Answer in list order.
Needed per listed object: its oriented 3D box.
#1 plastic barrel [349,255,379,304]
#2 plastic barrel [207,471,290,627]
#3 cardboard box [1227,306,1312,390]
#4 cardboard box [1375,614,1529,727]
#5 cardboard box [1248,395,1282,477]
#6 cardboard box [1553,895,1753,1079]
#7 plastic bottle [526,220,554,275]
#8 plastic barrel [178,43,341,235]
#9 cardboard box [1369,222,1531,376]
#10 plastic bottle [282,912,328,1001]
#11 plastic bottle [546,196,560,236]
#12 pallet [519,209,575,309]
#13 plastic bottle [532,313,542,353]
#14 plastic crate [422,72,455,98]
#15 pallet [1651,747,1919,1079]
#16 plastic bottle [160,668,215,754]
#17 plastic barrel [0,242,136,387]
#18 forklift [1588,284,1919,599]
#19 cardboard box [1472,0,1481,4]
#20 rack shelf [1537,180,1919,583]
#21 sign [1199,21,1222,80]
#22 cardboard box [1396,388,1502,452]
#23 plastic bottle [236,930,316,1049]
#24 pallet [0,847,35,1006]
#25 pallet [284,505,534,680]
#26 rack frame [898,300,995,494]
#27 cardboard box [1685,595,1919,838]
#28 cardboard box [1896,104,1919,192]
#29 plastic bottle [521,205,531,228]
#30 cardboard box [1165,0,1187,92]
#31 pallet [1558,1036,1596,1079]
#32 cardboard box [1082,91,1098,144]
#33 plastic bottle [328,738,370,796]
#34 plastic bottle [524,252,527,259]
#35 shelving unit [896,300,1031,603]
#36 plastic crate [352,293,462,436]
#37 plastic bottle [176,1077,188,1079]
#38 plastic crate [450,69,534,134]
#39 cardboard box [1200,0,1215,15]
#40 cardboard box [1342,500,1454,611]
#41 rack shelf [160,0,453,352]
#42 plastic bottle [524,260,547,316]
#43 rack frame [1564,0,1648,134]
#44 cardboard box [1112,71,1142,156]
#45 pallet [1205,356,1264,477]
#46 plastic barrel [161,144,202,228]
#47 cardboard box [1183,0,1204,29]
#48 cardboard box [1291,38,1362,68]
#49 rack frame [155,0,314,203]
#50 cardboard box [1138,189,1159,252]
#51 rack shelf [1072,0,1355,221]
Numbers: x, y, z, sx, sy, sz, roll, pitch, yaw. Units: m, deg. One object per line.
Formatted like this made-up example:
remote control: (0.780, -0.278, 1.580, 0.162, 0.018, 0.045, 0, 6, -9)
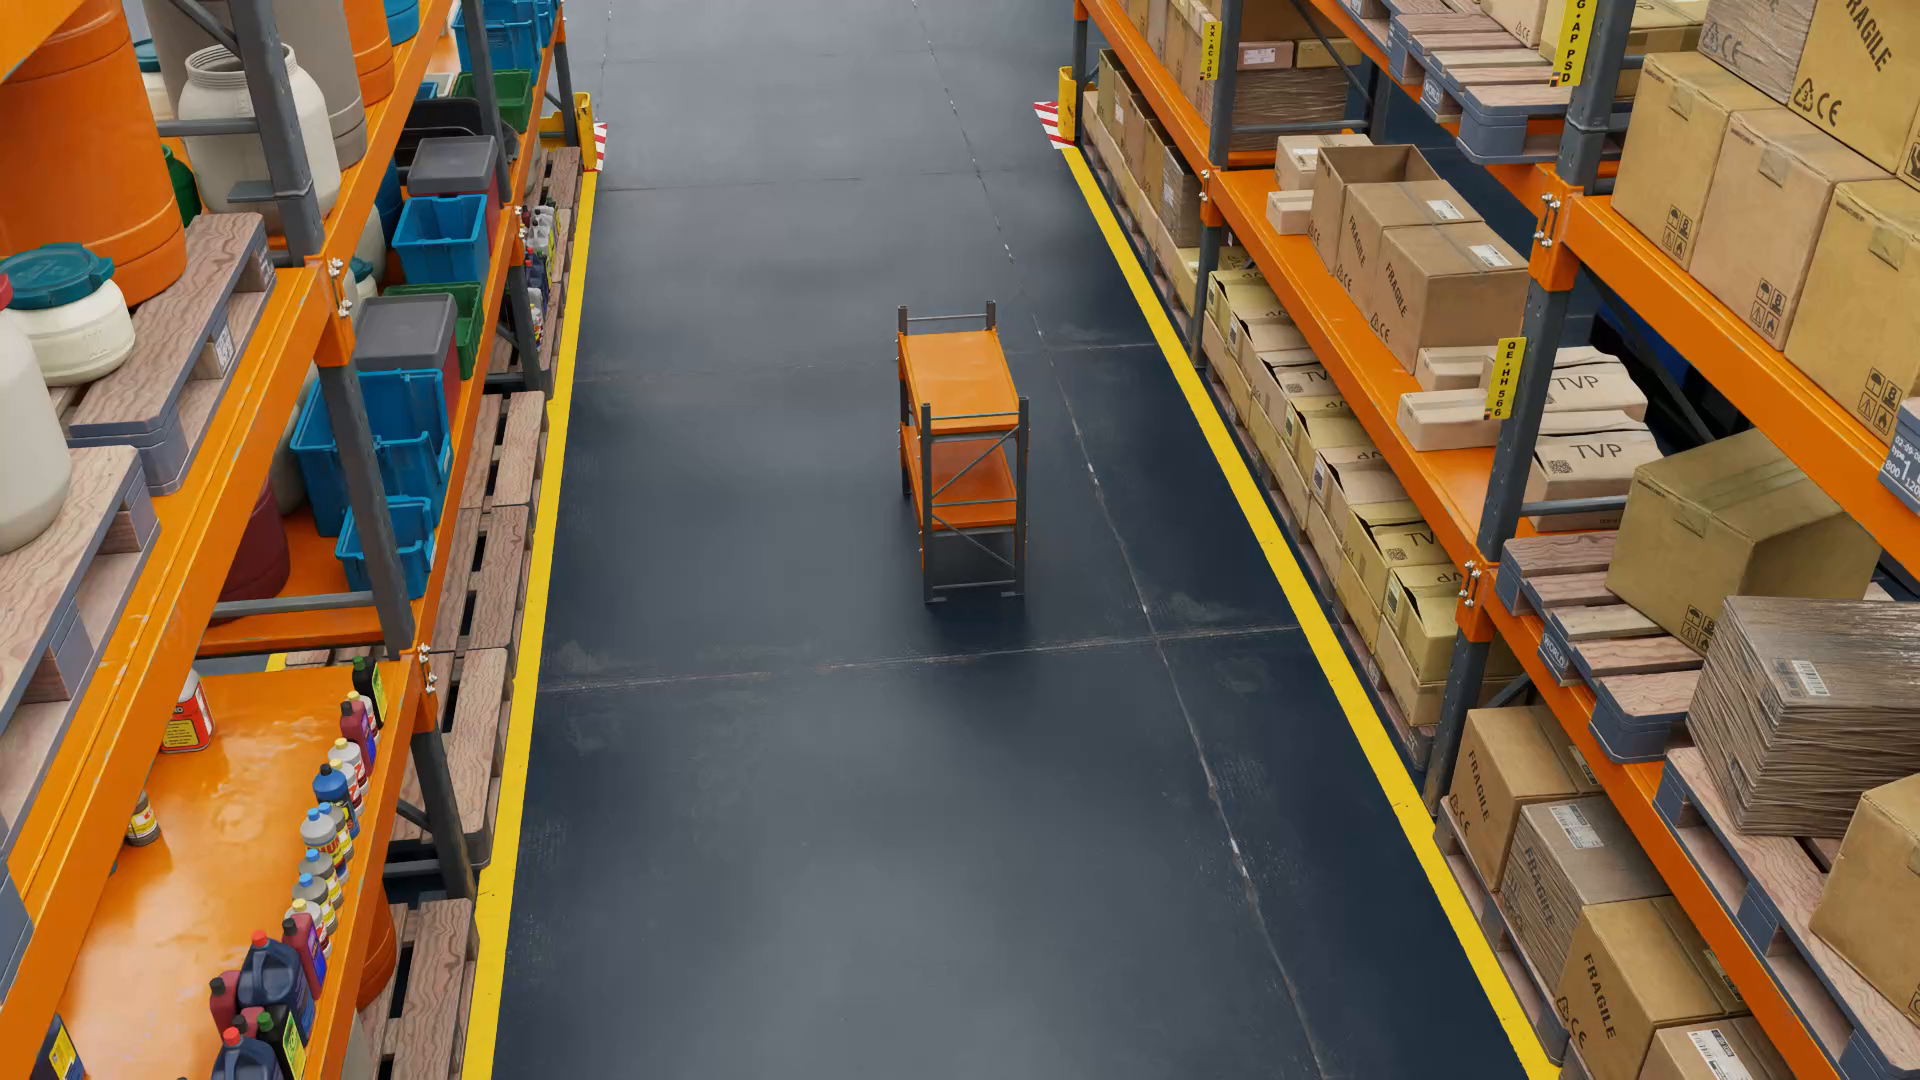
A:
plastic barrel: (-2.942, -1.186, 7.950, 0.301, 0.262, 0.301, 0, 34, 0)
plastic barrel: (-2.792, -0.053, 6.044, 0.600, 0.536, 0.708, -4, 35, -6)
cardboard box: (1.812, -1.106, 9.281, 0.500, 0.311, 0.500, -5, 35, -7)
cardboard box: (2.167, 0.553, 7.343, 0.500, 0.250, 0.500, -4, 34, -5)
cardboard box: (1.890, -0.586, 9.015, 0.500, 0.250, 0.500, -5, 35, -8)
cardboard box: (2.396, 1.564, 5.620, 0.500, 0.500, 0.500, -5, 35, -7)
plastic bottle: (-2.747, -1.905, 10.843, 0.144, 0.351, 0.185, -5, 35, -7)
plastic barrel: (-2.168, -1.244, 5.148, 0.421, 0.512, 0.421, 0, 34, 0)
cardboard box: (2.237, -1.111, 7.628, 0.500, 0.500, 0.500, -6, 35, -9)
plastic bottle: (-1.799, 1.118, 4.549, 0.061, 0.283, 0.133, -4, 35, -6)
plastic bottle: (-2.790, -2.229, 11.379, 0.061, 0.283, 0.133, -4, 34, -5)
pallet: (-3.184, -1.901, 11.353, 1.003, 0.211, 1.213, -4, 35, -6)
plastic bottle: (-2.576, -1.259, 9.966, 0.097, 0.271, 0.097, 0, 34, 0)
plastic crate: (-3.437, -2.771, 10.387, 0.530, 0.136, 0.437, -4, 35, -6)
pallet: (2.745, 1.030, 4.746, 1.003, 0.211, 1.213, -4, 35, -6)
plastic bottle: (-2.541, 0.544, 5.398, 0.152, 0.276, 0.135, -4, 35, -6)
plastic barrel: (-2.140, -0.530, 3.950, 0.301, 0.262, 0.301, 0, 34, 0)
forklift: (4.678, -1.611, 8.511, 1.130, 2.935, 3.031, -5, 35, -8)
cardboard box: (2.208, -2.346, 6.625, 0.500, 0.250, 0.500, -5, 35, -7)
rack shelf: (2.748, 0.039, 4.004, 1.077, 0.370, 4.000, -4, 35, -6)
sign: (1.392, -2.714, 9.230, 0.100, 0.325, 0.005, -4, 35, -6)
cardboard box: (2.085, -0.511, 7.060, 0.380, 0.149, 0.250, -4, 35, -6)
plastic bottle: (-1.819, 1.182, 4.395, 0.144, 0.351, 0.185, -4, 35, -6)
pallet: (-2.094, 0.879, 2.300, 1.213, 0.211, 1.003, -4, 35, -6)
pallet: (-2.656, 0.276, 8.157, 1.003, 0.211, 1.213, -4, 35, -6)
rack frame: (-0.067, -0.745, 8.844, 0.500, 1.125, 0.032, -4, 35, -6)
cardboard box: (2.609, 0.519, 4.864, 0.700, 0.500, 0.500, 2, 34, 3)
cardboard box: (2.669, -1.015, 3.936, 0.500, 0.500, 0.500, -4, 35, -6)
plastic bottle: (-2.923, -2.142, 11.251, 0.061, 0.283, 0.133, -4, 35, -6)
cardboard box: (1.734, -3.229, 10.736, 0.700, 0.500, 0.500, -4, 34, -6)
pallet: (2.703, 2.117, 5.456, 1.003, 0.211, 1.213, -4, 35, -6)
cardboard box: (1.255, -3.320, 13.027, 0.500, 0.250, 0.500, -4, 35, -6)
plastic bottle: (-1.924, 0.709, 5.223, 0.097, 0.201, 0.097, 0, 34, 0)
plastic bottle: (-2.747, -1.714, 10.634, 0.097, 0.271, 0.097, 0, 34, 0)
shelving unit: (0.001, -0.461, 8.428, 0.538, 1.125, 1.048, -4, 35, -6)
plastic crate: (-2.344, -0.713, 7.075, 0.402, 0.464, 0.583, -4, 35, -6)
plastic bottle: (-1.890, 1.426, 4.108, 0.097, 0.271, 0.097, 0, 34, 0)
plastic crate: (-2.870, -2.685, 10.214, 0.450, 0.188, 0.662, -4, 35, -6)
cardboard box: (1.806, -3.473, 9.942, 0.700, 0.500, 0.500, -4, 35, -6)
cardboard box: (2.088, 0.033, 7.608, 0.500, 0.311, 0.500, -5, 35, -7)
rack shelf: (-2.699, -1.820, 6.732, 1.077, 0.370, 4.000, -4, 35, -6)
plastic bottle: (-2.665, -1.562, 10.341, 0.144, 0.351, 0.185, -3, 34, -5)
rack frame: (2.479, -2.613, 4.594, 1.000, 3.000, 0.127, -4, 35, -6)
cardboard box: (1.404, -3.073, 11.998, 0.500, 0.500, 0.500, -4, 35, -6)
pallet: (2.079, -0.806, 9.745, 1.003, 0.211, 1.213, -4, 35, -6)
plastic barrel: (-2.513, -1.071, 5.132, 0.294, 0.245, 0.294, 0, 34, 0)
cardboard box: (1.587, -3.242, 10.179, 0.380, 0.149, 0.250, -4, 35, -6)
cardboard box: (2.097, -2.840, 9.590, 0.380, 0.149, 0.250, -4, 35, -6)
rack frame: (-2.430, -2.240, 4.047, 1.000, 3.000, 0.127, -4, 35, -6)
cardboard box: (1.523, -2.204, 11.389, 0.500, 0.250, 0.500, -4, 35, -6)
rack shelf: (1.672, -3.185, 11.399, 1.077, 0.370, 4.000, -4, 35, -6)
